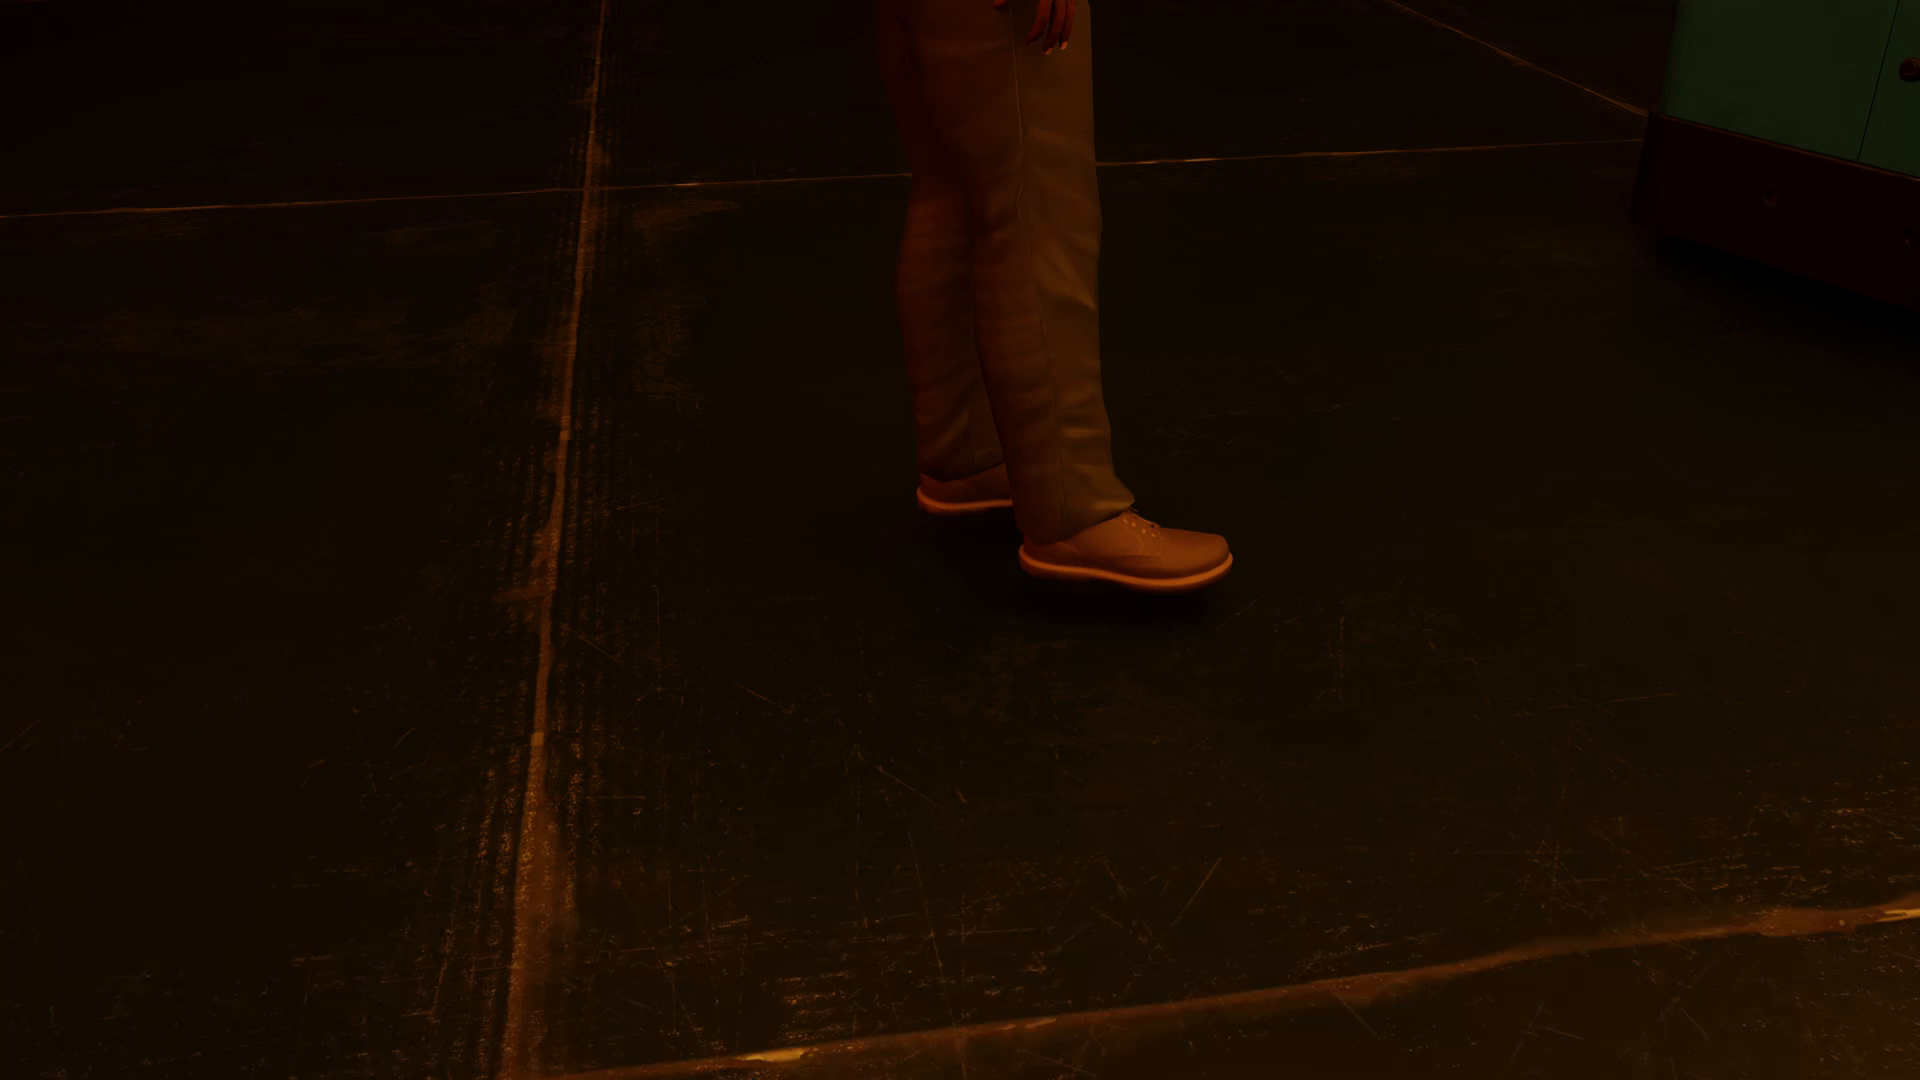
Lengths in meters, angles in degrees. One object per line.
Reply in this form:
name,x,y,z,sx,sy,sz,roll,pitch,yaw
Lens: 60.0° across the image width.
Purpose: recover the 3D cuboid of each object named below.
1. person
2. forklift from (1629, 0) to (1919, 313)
person,0.090,-0.771,2.086,0.503,1.656,0.569,-5,28,-9
forklift,3.012,-2.112,3.353,3.031,2.935,1.130,-16,32,-27
